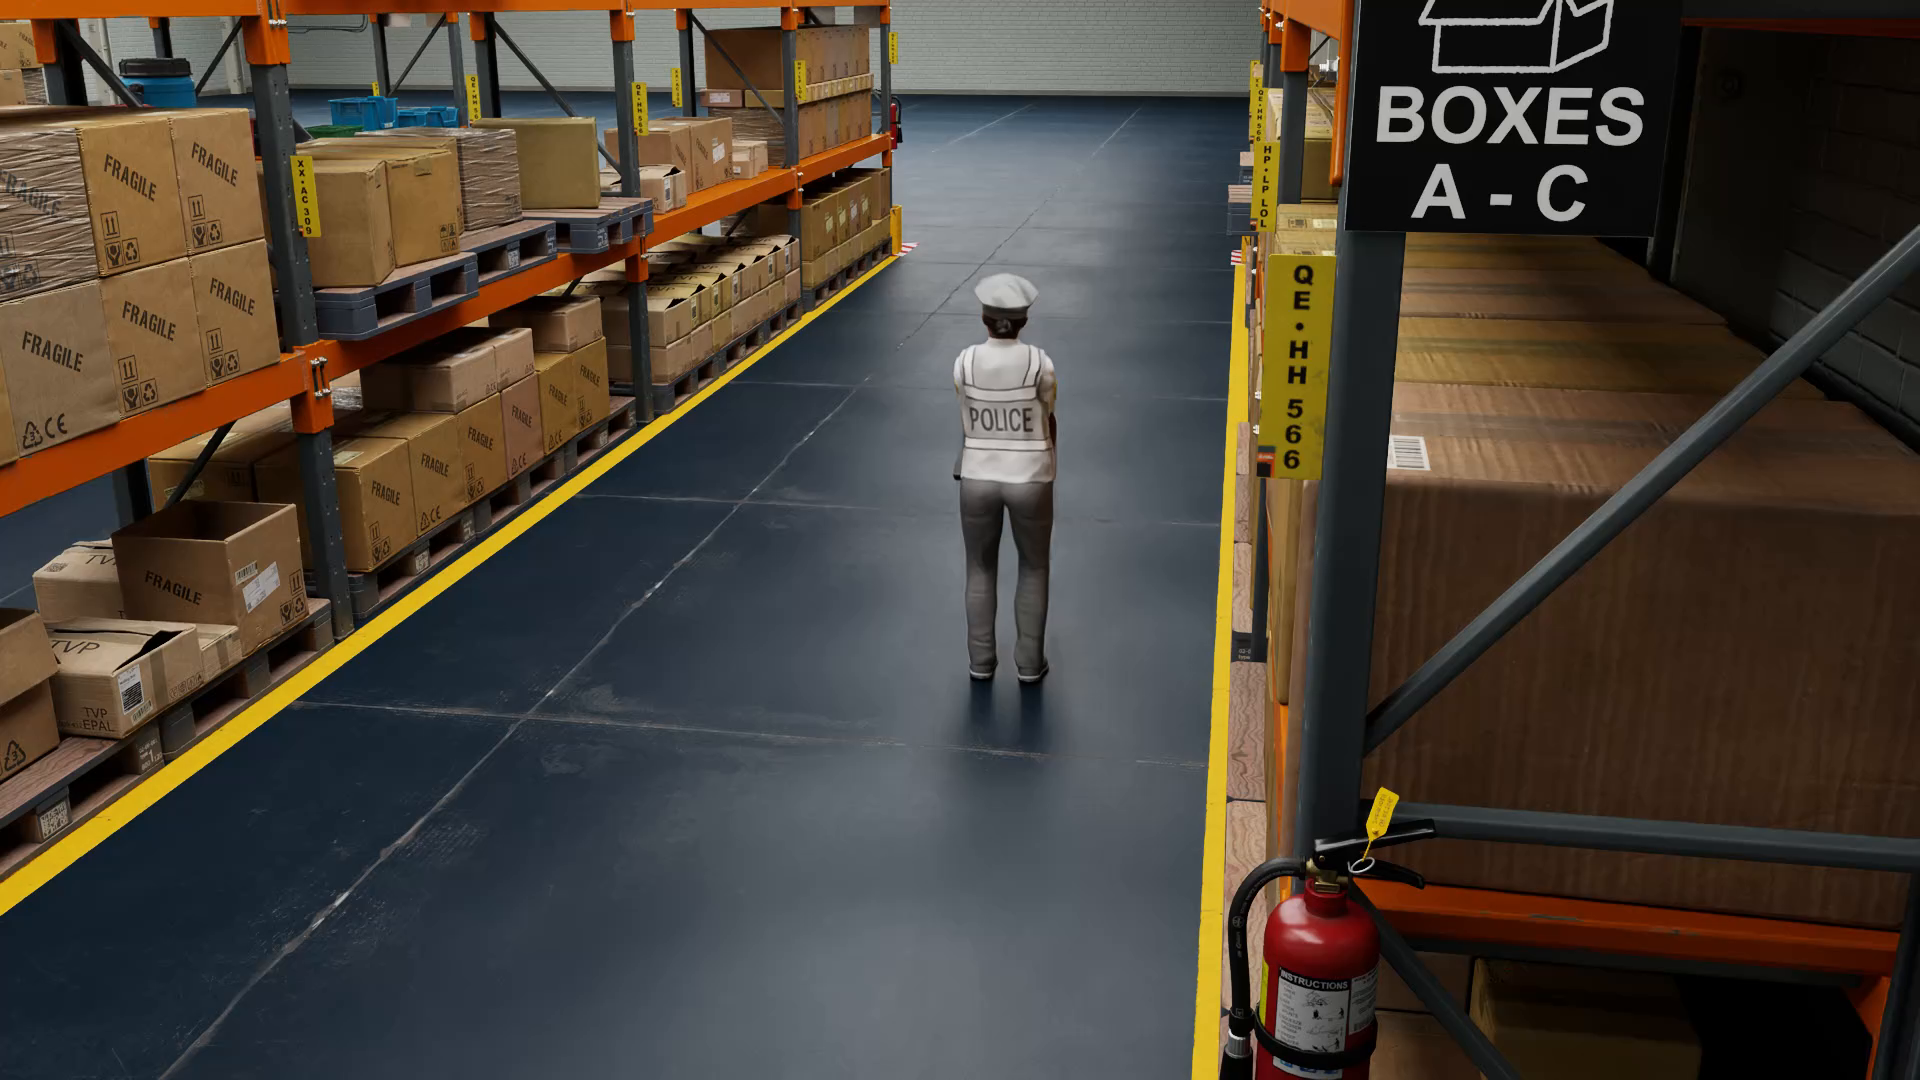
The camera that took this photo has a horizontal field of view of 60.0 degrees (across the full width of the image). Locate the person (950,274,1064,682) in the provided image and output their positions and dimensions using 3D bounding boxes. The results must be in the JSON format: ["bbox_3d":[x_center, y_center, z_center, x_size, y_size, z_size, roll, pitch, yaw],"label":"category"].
[{"bbox_3d":[0.199,-0.246,6.775,0.449,1.690,0.519,3,18,9],"label":"person"}]
